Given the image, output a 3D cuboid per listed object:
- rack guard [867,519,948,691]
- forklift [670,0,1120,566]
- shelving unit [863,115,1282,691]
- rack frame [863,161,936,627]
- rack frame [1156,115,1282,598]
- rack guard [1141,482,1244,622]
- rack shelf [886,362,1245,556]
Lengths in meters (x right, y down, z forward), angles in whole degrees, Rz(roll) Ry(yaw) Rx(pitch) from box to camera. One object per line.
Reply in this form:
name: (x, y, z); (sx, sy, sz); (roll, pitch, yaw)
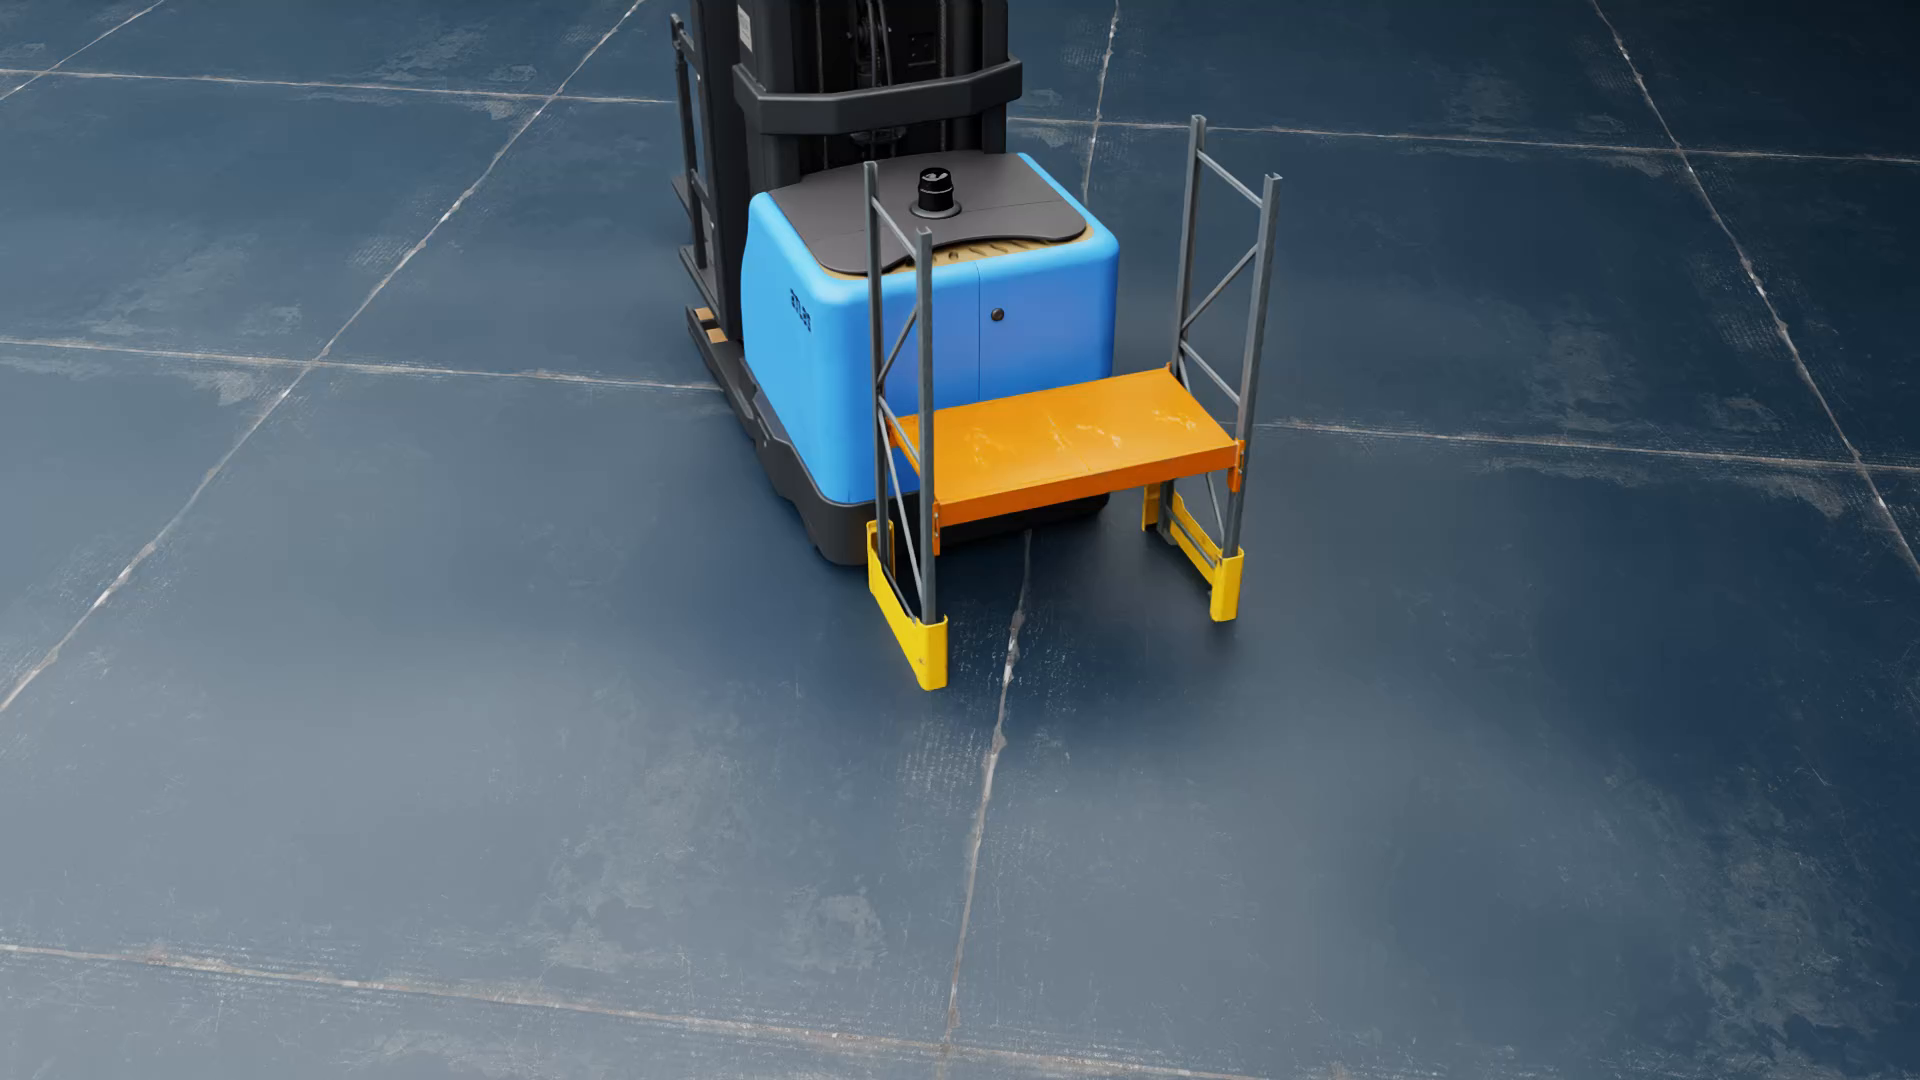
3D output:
rack guard: (-0.170, 0.196, 5.260); (0.087, 0.250, 0.587); (-12, 37, -16)
forklift: (-0.481, -1.960, 5.974); (1.130, 2.935, 3.031); (-13, 37, -17)
shelving unit: (0.298, -0.411, 5.035); (1.083, 1.500, 0.587); (-12, 37, -16)
rack frame: (-0.171, -0.312, 4.897); (0.032, 1.500, 0.500); (-12, 37, -16)
rack frame: (0.785, -0.513, 5.178); (0.032, 1.500, 0.500); (-12, 37, -16)
rack guard: (0.766, -0.001, 5.536); (0.087, 0.250, 0.587); (-12, 37, -16)
rack shelf: (0.307, -0.267, 5.142); (1.000, 0.185, 0.538); (-12, 37, -16)
